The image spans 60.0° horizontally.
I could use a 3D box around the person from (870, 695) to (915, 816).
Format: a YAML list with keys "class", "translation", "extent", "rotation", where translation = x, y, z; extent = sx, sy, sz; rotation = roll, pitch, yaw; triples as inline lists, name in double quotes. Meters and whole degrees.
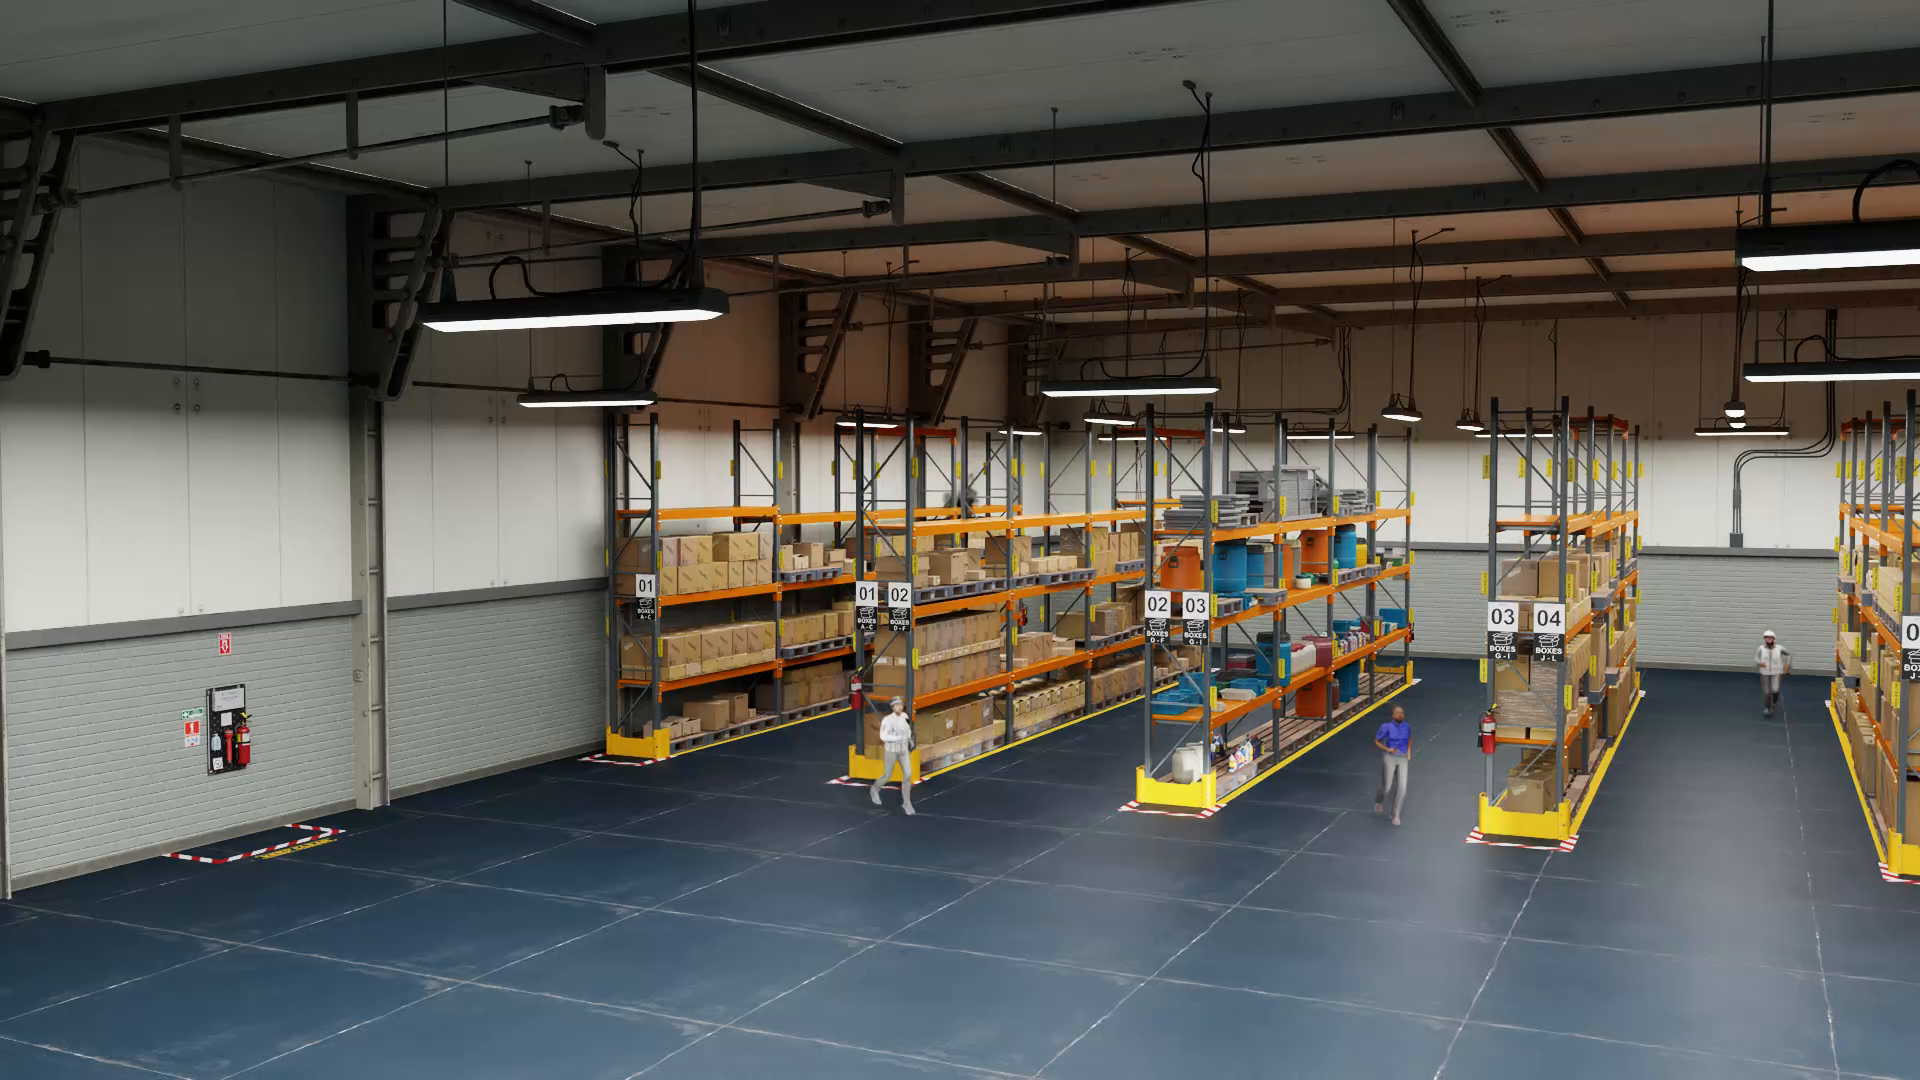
- class: "person"
  translation: [-0.954, 3.127, 24.437]
  extent: [0.621, 1.733, 0.917]
  rotation: [-2, 3, -32]

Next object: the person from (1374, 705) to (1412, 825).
- class: "person"
  translation: [6.197, 3.204, 23.775]
  extent: [0.607, 1.702, 0.747]
  rotation: [0, 2, -7]

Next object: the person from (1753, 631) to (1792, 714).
- class: "person"
  translation: [16.442, 2.701, 33.692]
  extent: [0.663, 1.726, 0.783]
  rotation: [2, 3, 33]
